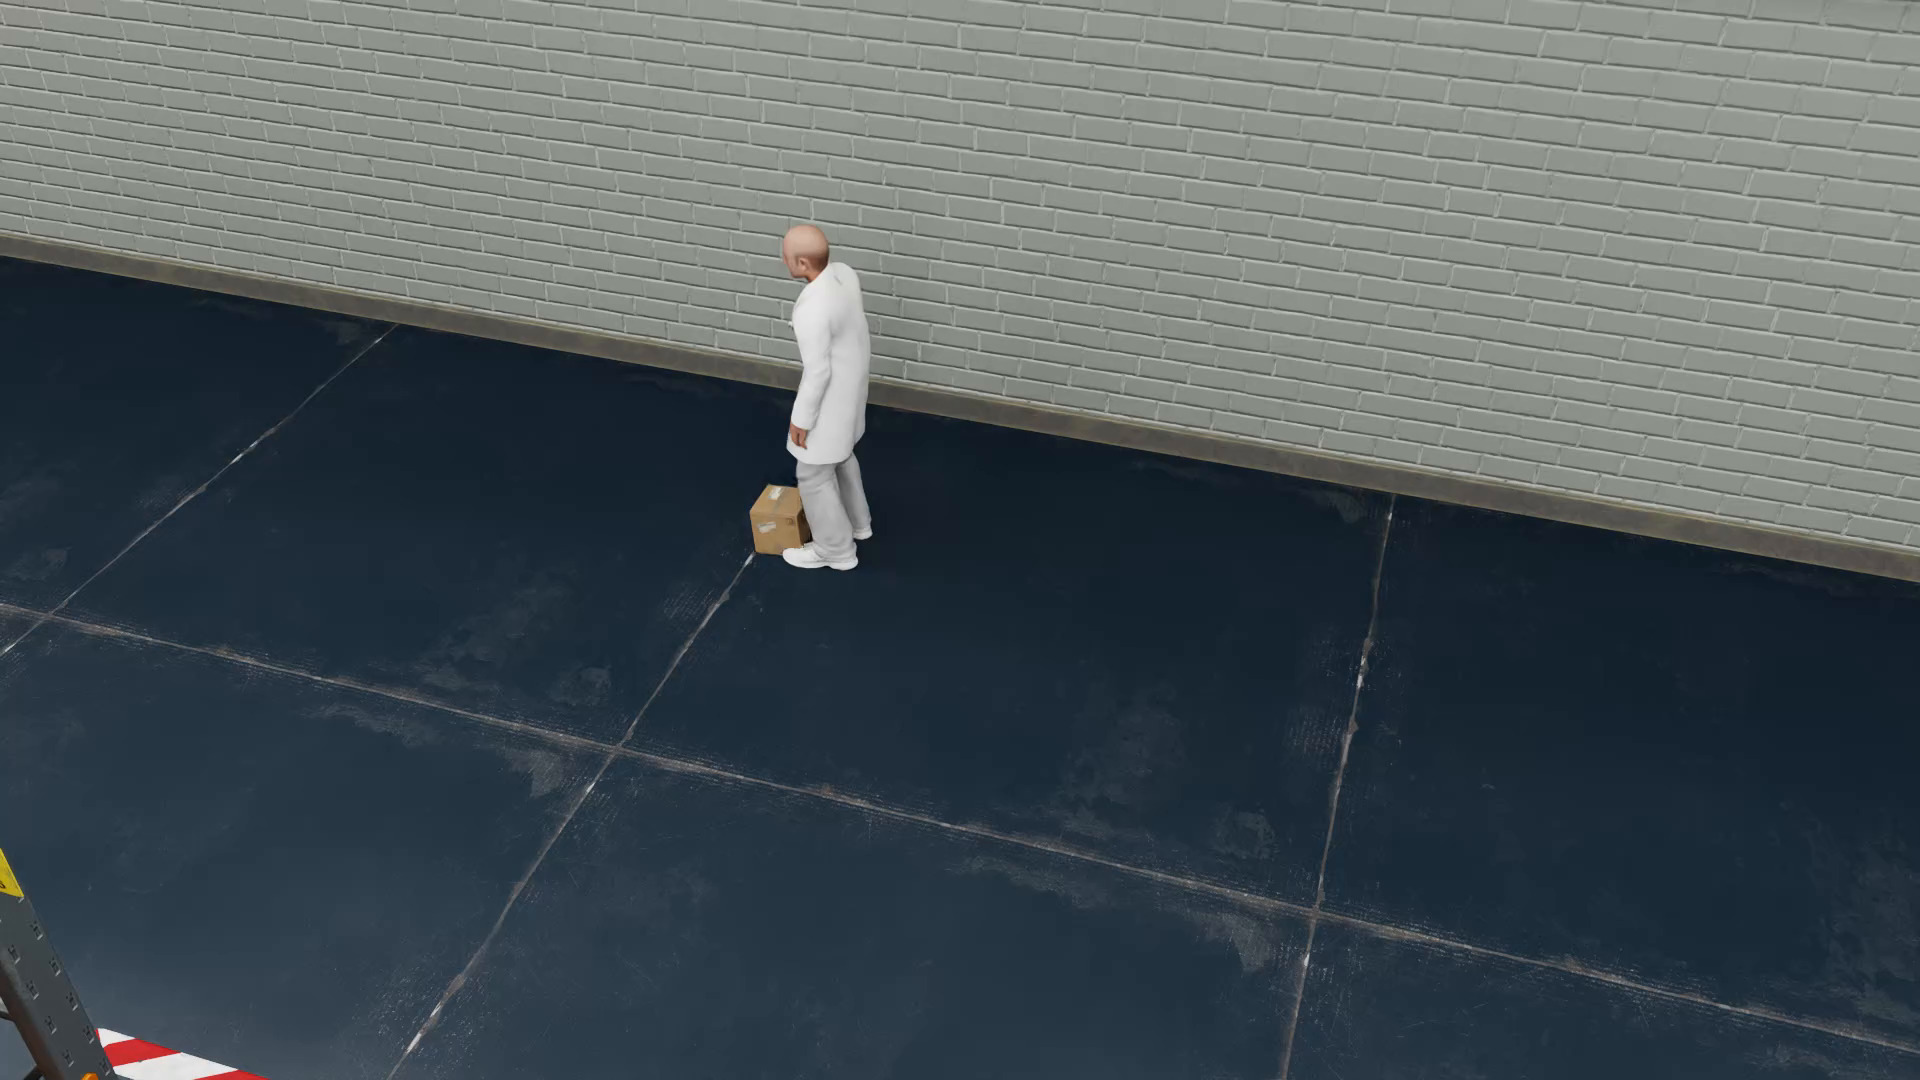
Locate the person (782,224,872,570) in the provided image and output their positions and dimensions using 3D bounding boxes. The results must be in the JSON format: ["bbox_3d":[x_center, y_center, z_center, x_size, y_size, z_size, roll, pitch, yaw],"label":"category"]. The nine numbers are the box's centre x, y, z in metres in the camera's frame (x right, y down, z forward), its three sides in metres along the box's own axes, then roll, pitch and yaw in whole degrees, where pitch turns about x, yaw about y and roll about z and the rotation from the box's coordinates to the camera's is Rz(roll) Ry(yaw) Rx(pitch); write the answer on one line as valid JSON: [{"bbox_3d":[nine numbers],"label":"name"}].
[{"bbox_3d":[-0.633,-0.663,7.800,0.426,1.774,0.617,9,38,12],"label":"person"}]
